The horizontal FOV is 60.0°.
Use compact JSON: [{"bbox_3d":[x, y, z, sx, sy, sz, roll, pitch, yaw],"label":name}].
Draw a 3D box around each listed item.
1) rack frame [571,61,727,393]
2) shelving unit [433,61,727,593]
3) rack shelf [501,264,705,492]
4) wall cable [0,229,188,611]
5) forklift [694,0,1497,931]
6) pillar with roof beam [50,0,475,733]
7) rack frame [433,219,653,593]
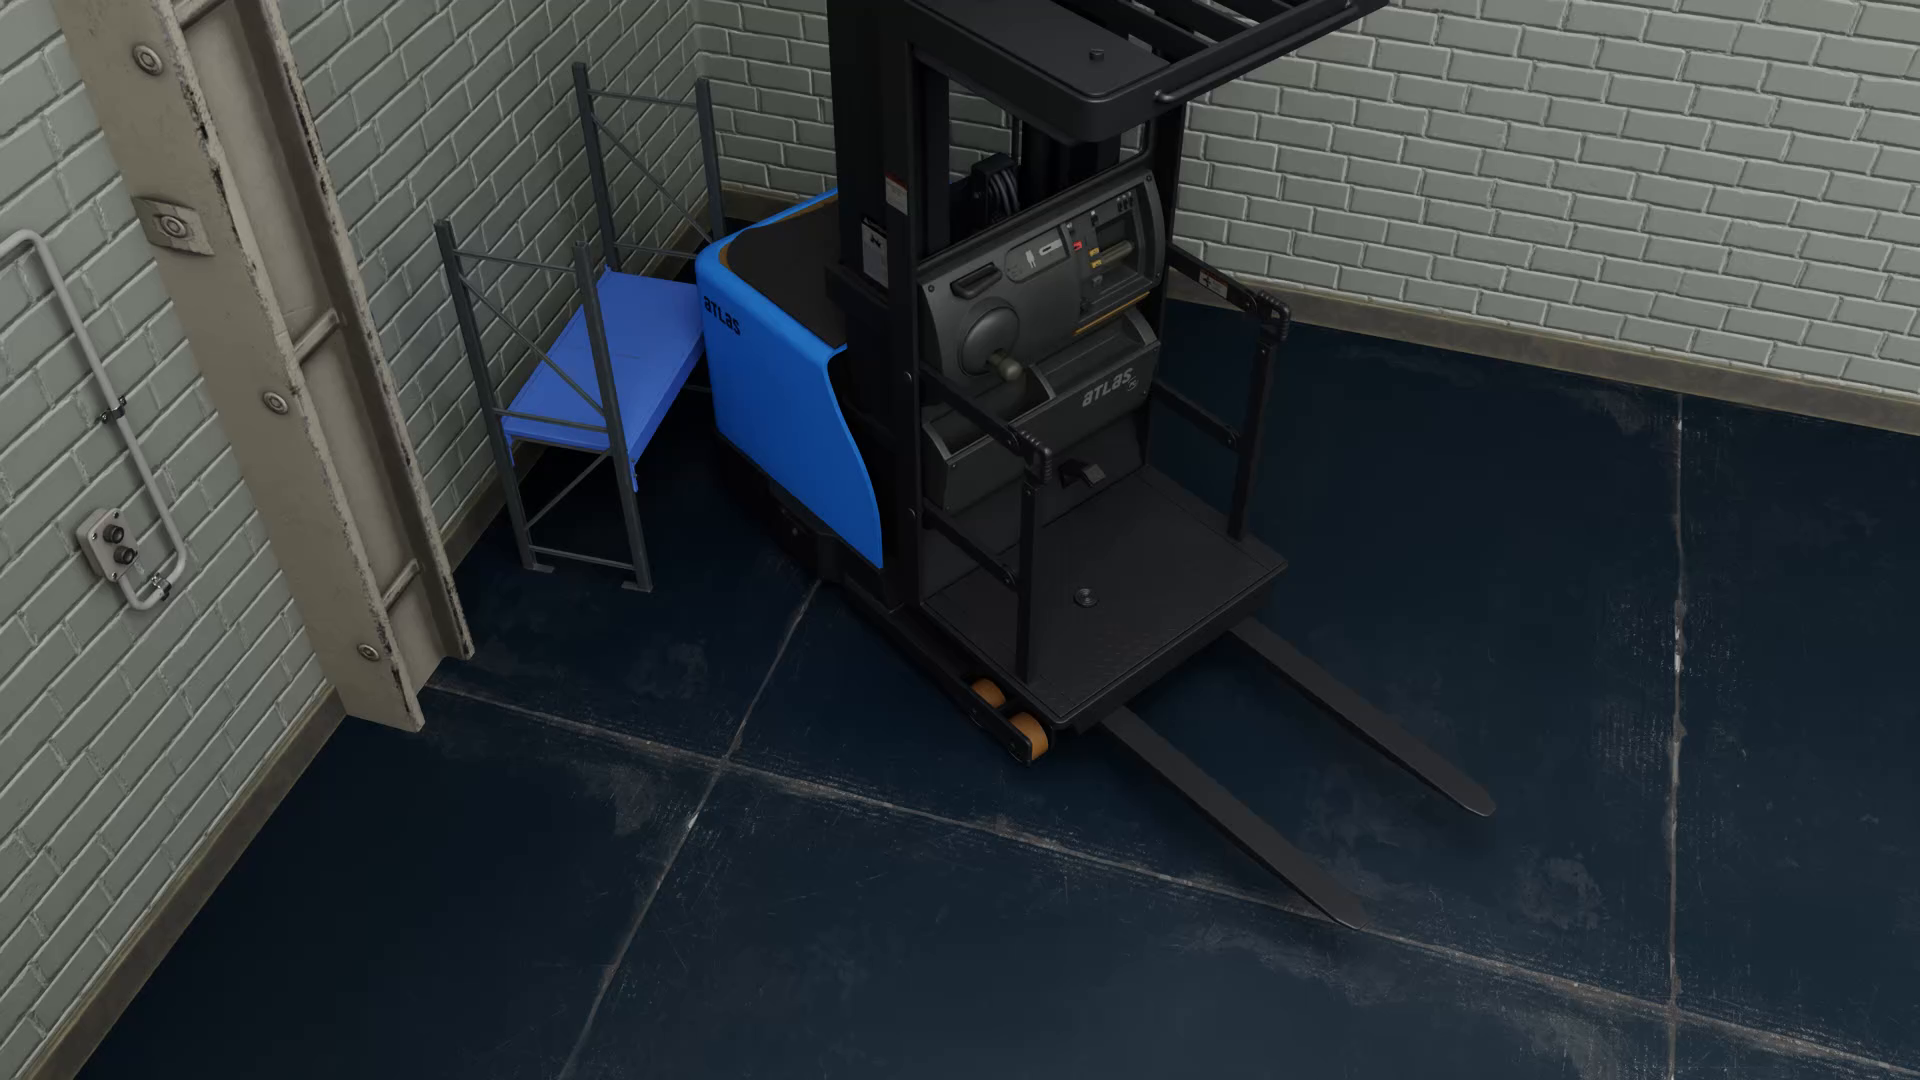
[{"bbox_3d":[-1.109,-1.084,6.285,0.500,1.500,0.032,10,45,10],"label":"rack frame"},{"bbox_3d":[-1.238,-0.740,5.934,0.538,1.500,1.048,10,45,10],"label":"shelving unit"},{"bbox_3d":[-1.238,-0.612,6.059,0.538,0.185,1.000,10,45,10],"label":"rack shelf"},{"bbox_3d":[-2.417,-0.022,3.402,0.084,1.984,1.851,13,46,13],"label":"wall cable"},{"bbox_3d":[0.407,-0.718,4.888,1.130,2.935,3.031,-31,52,-28],"label":"forklift"},{"bbox_3d":[2.193,-1.821,1.677,9.100,9.000,0.400,13,46,13],"label":"pillar with roof beam"},{"bbox_3d":[-1.367,-0.396,5.582,0.500,1.500,0.032,10,45,10],"label":"rack frame"}]
